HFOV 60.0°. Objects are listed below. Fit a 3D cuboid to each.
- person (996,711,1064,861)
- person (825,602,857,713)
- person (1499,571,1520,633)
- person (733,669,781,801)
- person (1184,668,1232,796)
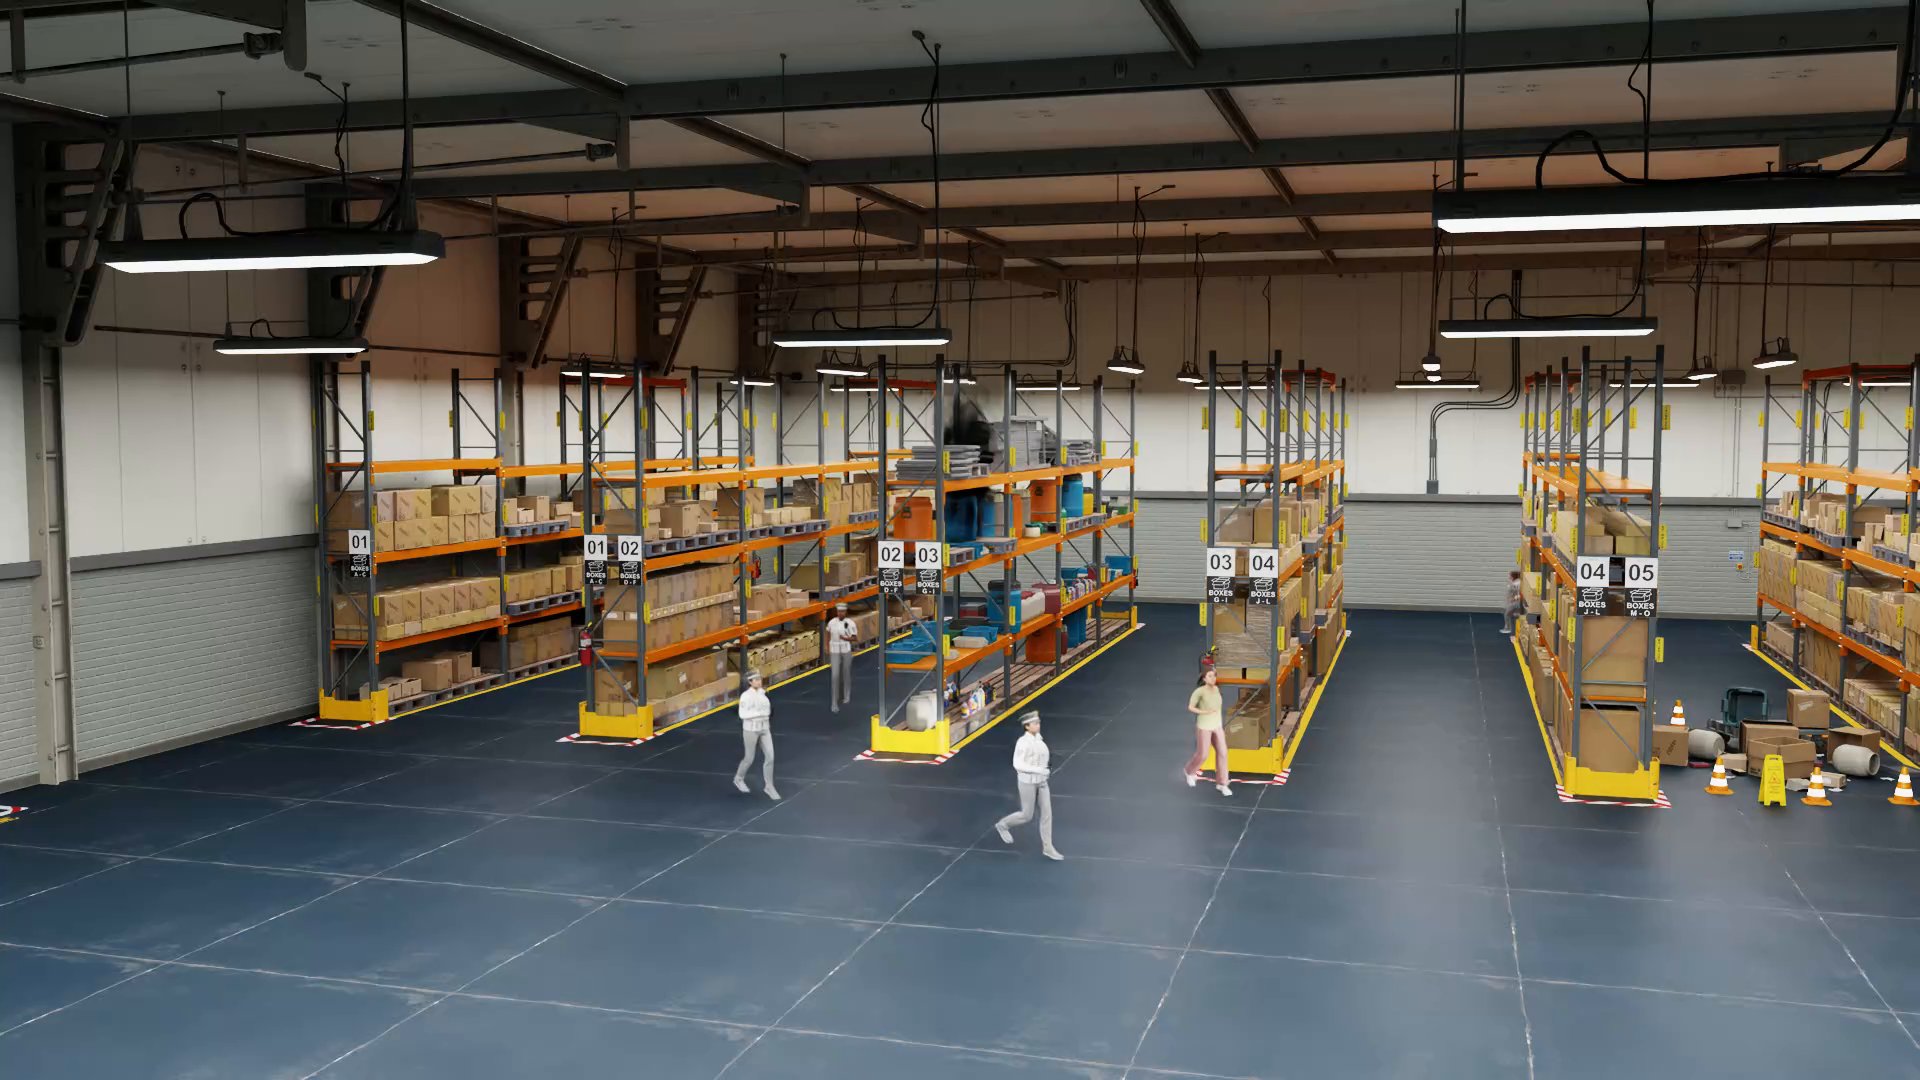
[{"bbox_3d":[0.818,2.790,19.101,0.901,1.693,0.616,3,5,38],"label":"person"},{"bbox_3d":[-1.962,1.911,27.456,0.547,1.788,0.740,0,4,0],"label":"person"},{"bbox_3d":[13.082,1.461,39.031,0.684,1.511,0.615,1,4,7],"label":"person"},{"bbox_3d":[-2.710,2.562,22.094,0.785,1.730,0.600,4,6,43],"label":"person"},{"bbox_3d":[3.336,2.556,22.423,0.602,1.691,0.864,-3,5,-37],"label":"person"}]
